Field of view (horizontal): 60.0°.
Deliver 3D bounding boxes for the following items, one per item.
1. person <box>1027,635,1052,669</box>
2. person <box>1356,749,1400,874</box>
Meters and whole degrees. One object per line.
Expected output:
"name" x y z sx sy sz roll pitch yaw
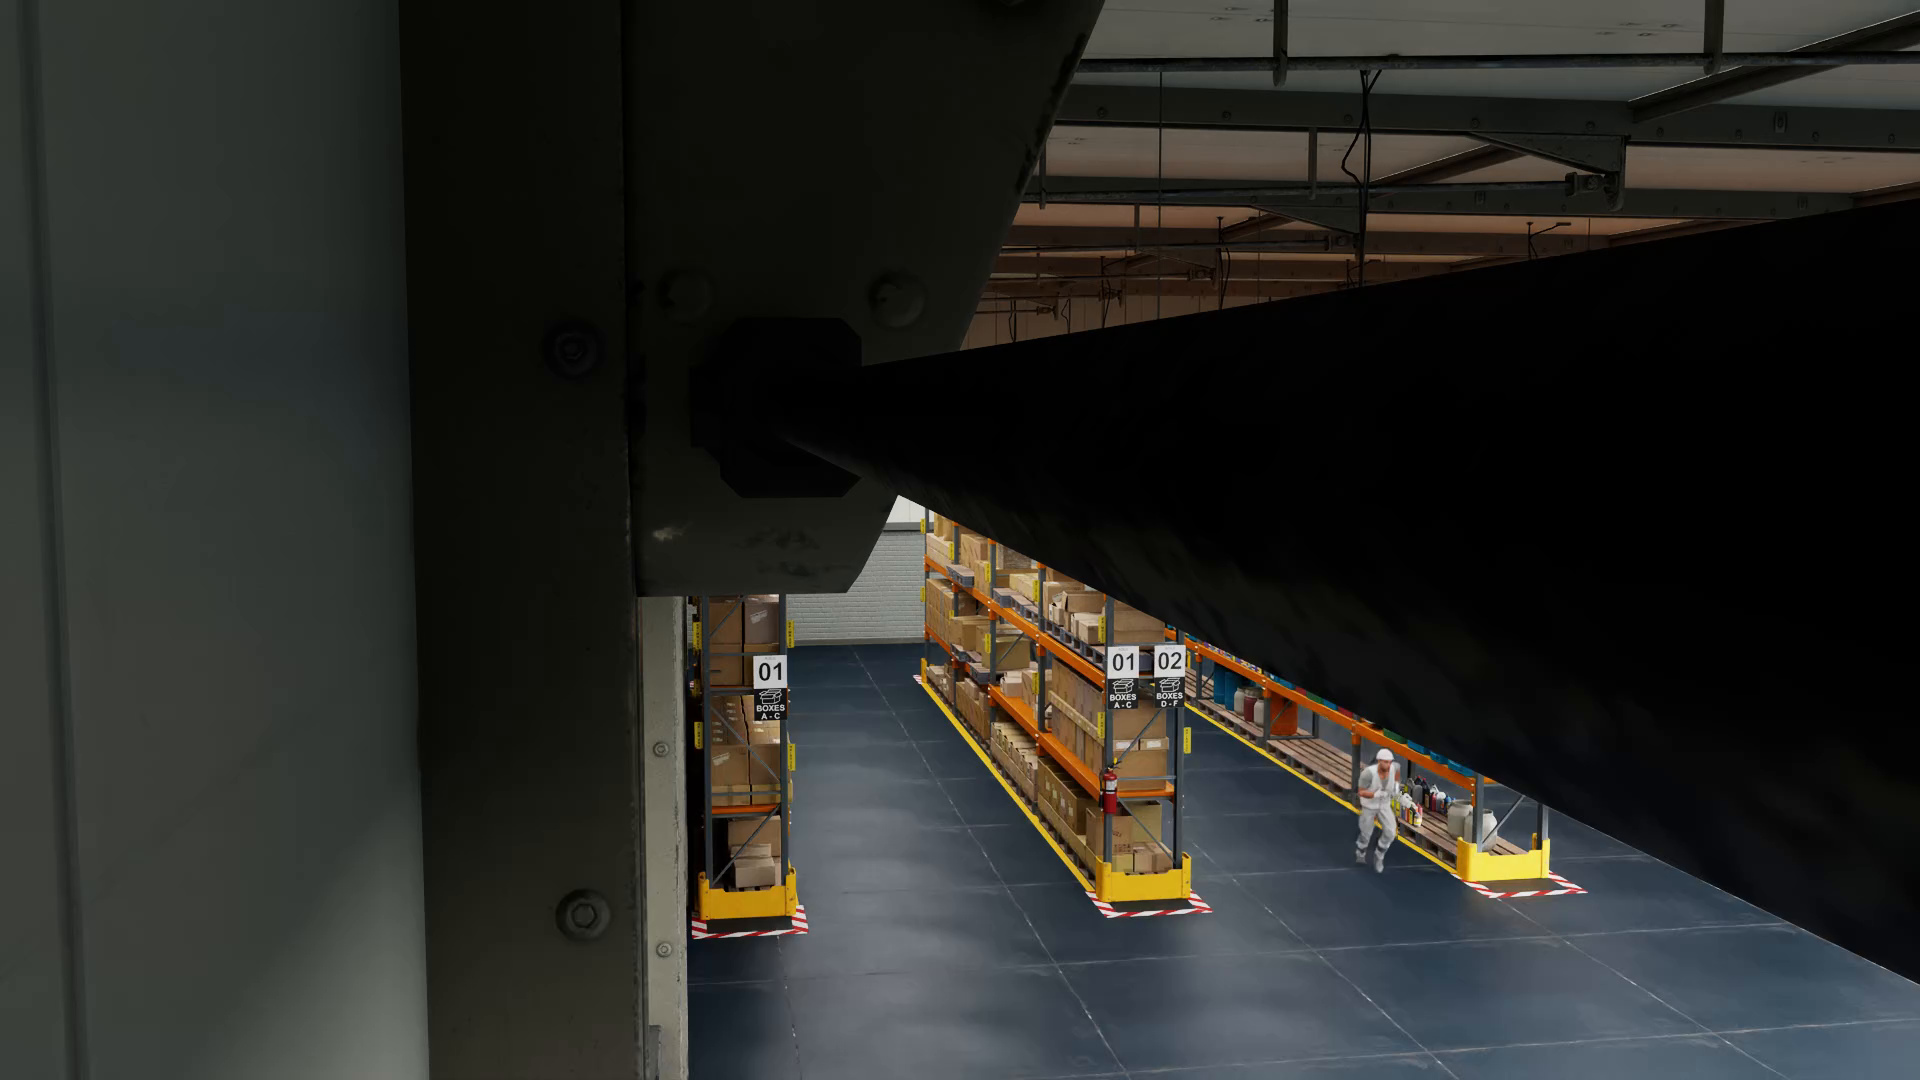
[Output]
"person" 1.725 2.364 36.003 0.560 1.611 0.582 -2 6 -25
"person" 5.521 3.550 21.942 0.698 1.708 0.924 -1 5 -11
